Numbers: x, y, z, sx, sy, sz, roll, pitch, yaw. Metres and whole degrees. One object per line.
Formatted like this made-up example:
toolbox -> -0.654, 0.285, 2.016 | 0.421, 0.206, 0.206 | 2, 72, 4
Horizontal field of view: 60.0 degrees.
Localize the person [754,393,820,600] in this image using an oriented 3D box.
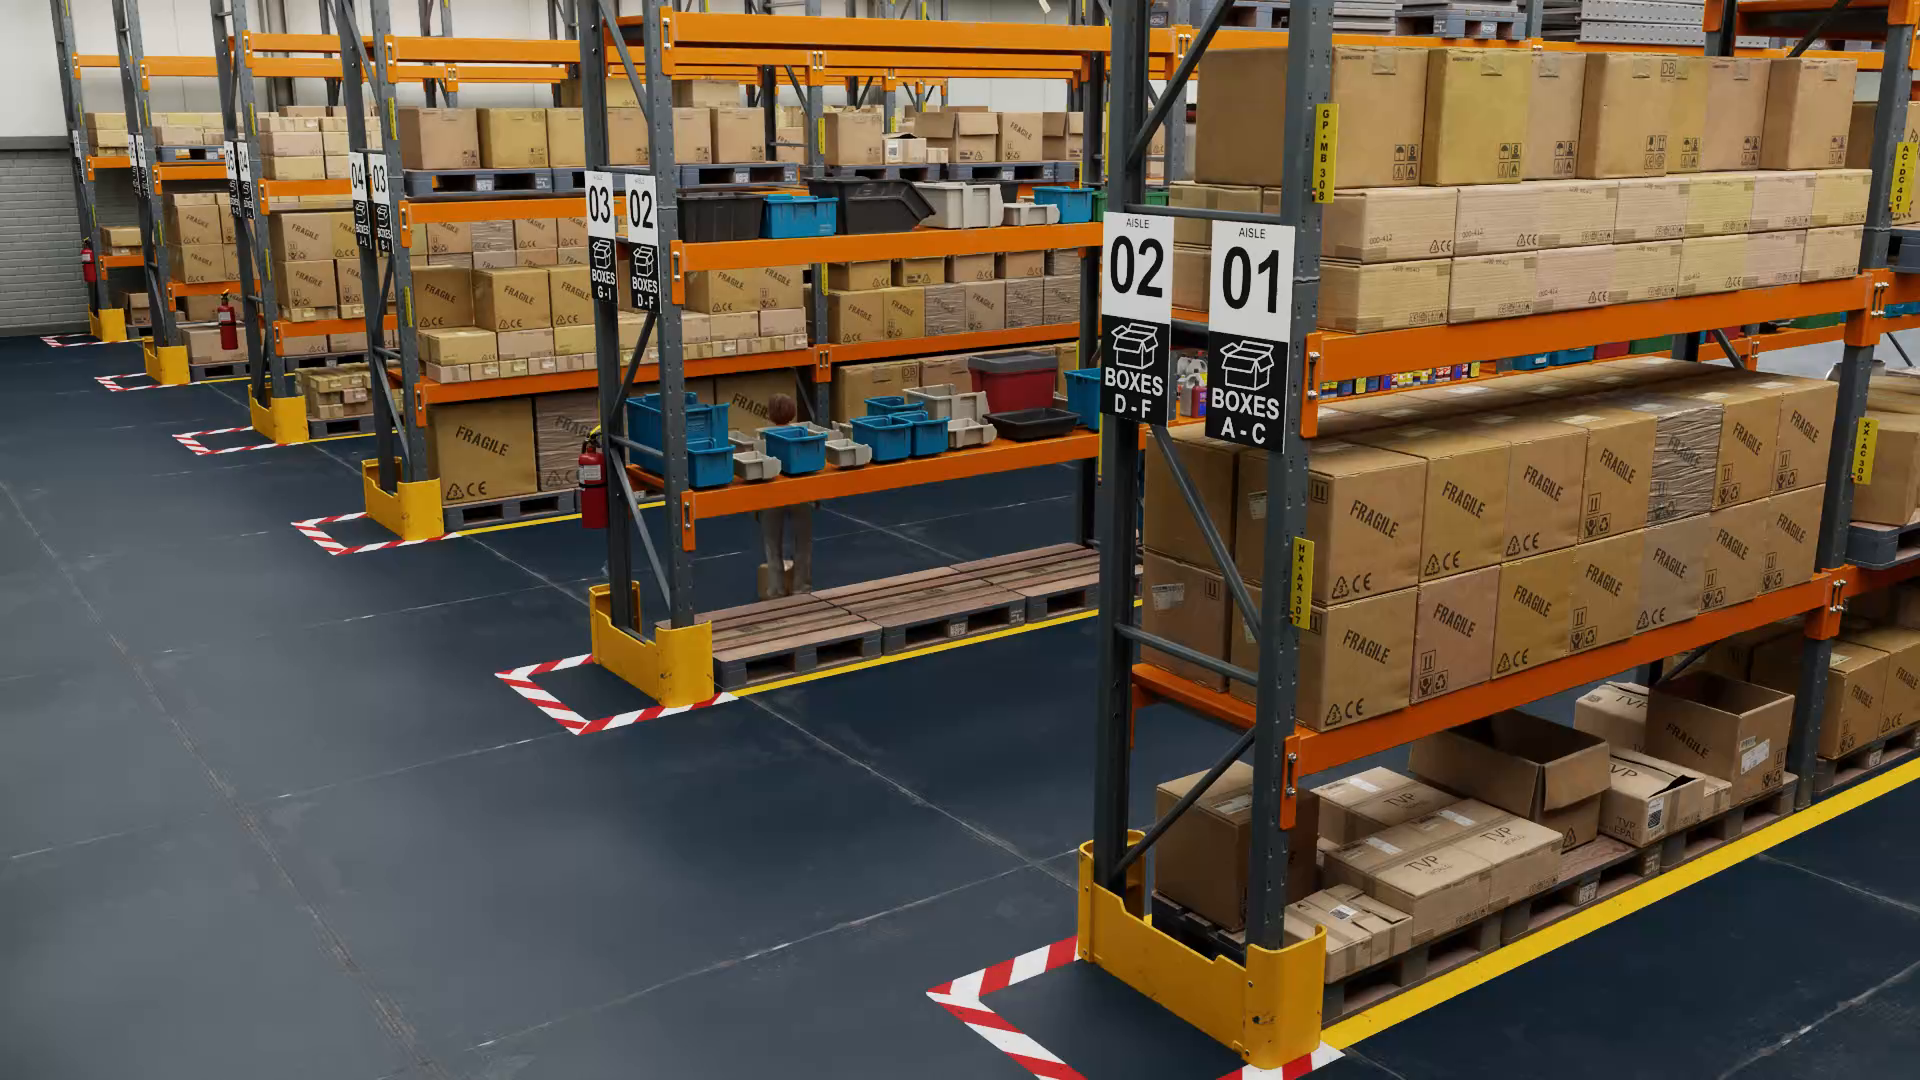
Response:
person -> -1.242, -0.249, 11.994 | 0.503, 1.642, 0.317 | -4, 15, -15
